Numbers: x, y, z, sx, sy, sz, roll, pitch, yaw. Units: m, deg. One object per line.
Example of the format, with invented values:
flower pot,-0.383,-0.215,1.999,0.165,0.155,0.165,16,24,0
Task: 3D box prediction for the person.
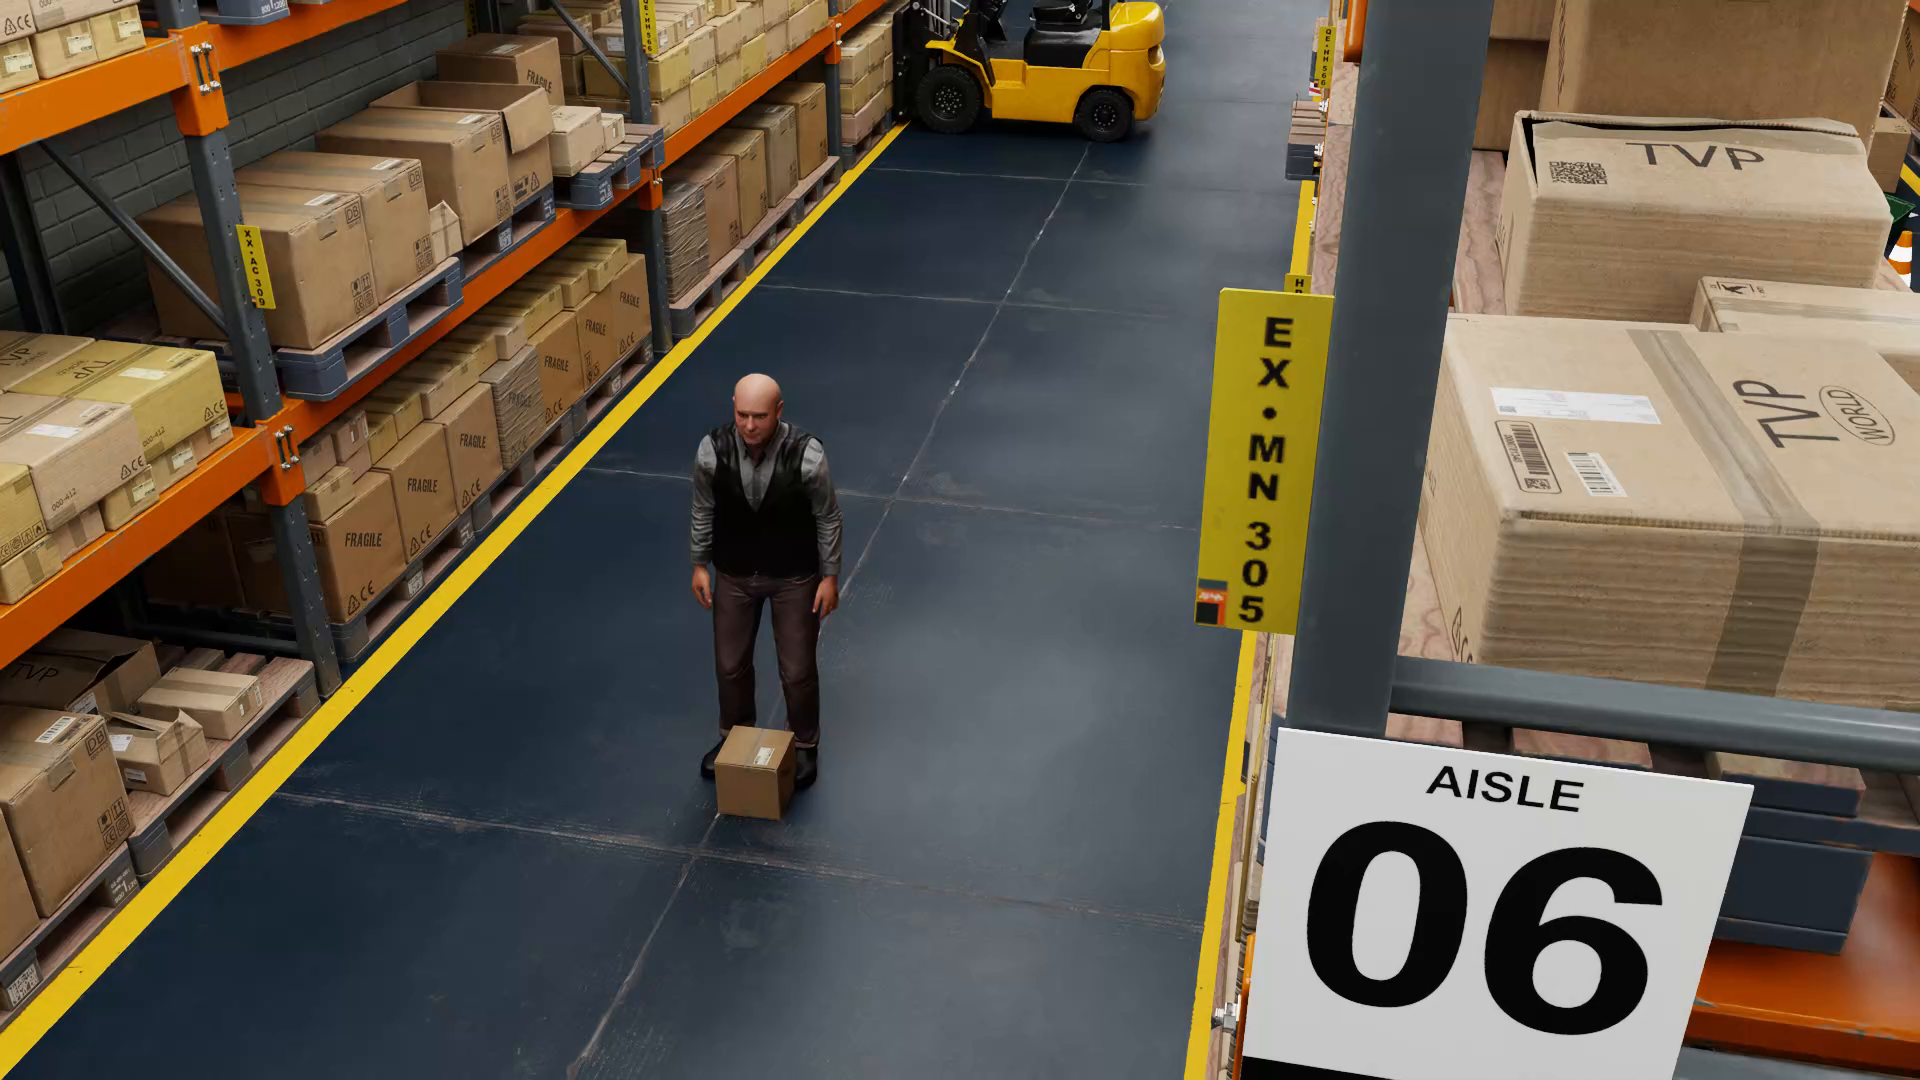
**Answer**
person,-0.741,0.146,6.380,0.594,1.722,0.369,4,29,8
